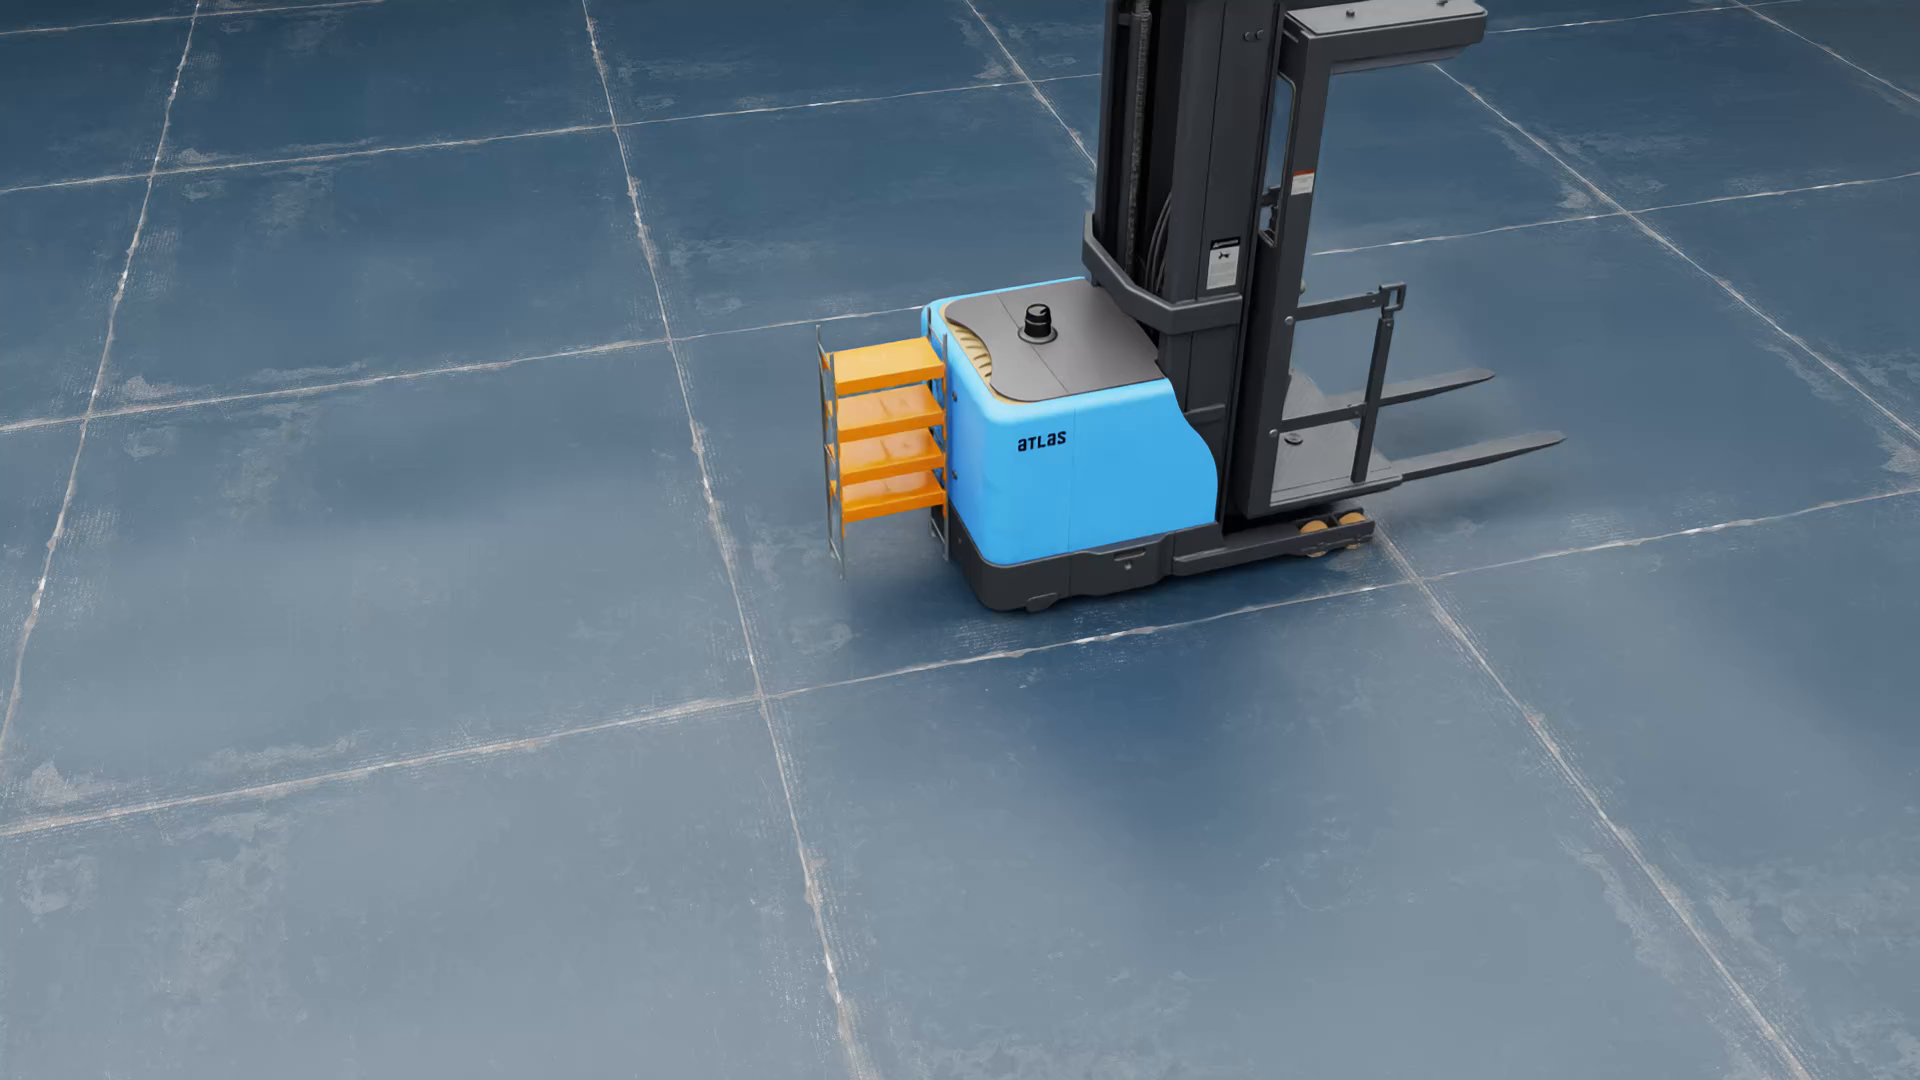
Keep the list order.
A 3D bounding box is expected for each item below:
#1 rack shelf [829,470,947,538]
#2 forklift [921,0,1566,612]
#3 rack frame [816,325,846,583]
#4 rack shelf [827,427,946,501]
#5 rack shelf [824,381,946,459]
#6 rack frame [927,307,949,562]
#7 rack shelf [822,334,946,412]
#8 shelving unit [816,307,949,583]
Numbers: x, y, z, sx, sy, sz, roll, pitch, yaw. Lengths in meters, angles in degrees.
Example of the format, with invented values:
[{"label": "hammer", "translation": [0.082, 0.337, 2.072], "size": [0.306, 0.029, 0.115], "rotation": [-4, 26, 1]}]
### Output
[{"label": "rack shelf", "translation": [-0.327, -0.187, 7.444], "size": [0.480, 0.148, 0.258], "rotation": [-12, 39, -15]}, {"label": "forklift", "translation": [1.389, -1.378, 7.140], "size": [3.031, 2.935, 1.130], "rotation": [-12, 39, -15]}, {"label": "rack frame", "translation": [-0.558, -0.351, 7.221], "size": [0.015, 1.200, 0.240], "rotation": [-12, 39, -15]}, {"label": "rack shelf", "translation": [-0.327, -0.345, 7.324], "size": [0.480, 0.148, 0.258], "rotation": [-12, 39, -15]}, {"label": "rack shelf", "translation": [-0.327, -0.522, 7.188], "size": [0.480, 0.148, 0.258], "rotation": [-12, 39, -15]}, {"label": "rack frame", "translation": [-0.096, -0.445, 7.345], "size": [0.015, 1.200, 0.240], "rotation": [-12, 39, -15]}, {"label": "rack shelf", "translation": [-0.327, -0.710, 7.044], "size": [0.480, 0.148, 0.258], "rotation": [-12, 39, -15]}, {"label": "shelving unit", "translation": [-0.327, -0.398, 7.283], "size": [0.503, 1.200, 0.258], "rotation": [-12, 39, -15]}]
